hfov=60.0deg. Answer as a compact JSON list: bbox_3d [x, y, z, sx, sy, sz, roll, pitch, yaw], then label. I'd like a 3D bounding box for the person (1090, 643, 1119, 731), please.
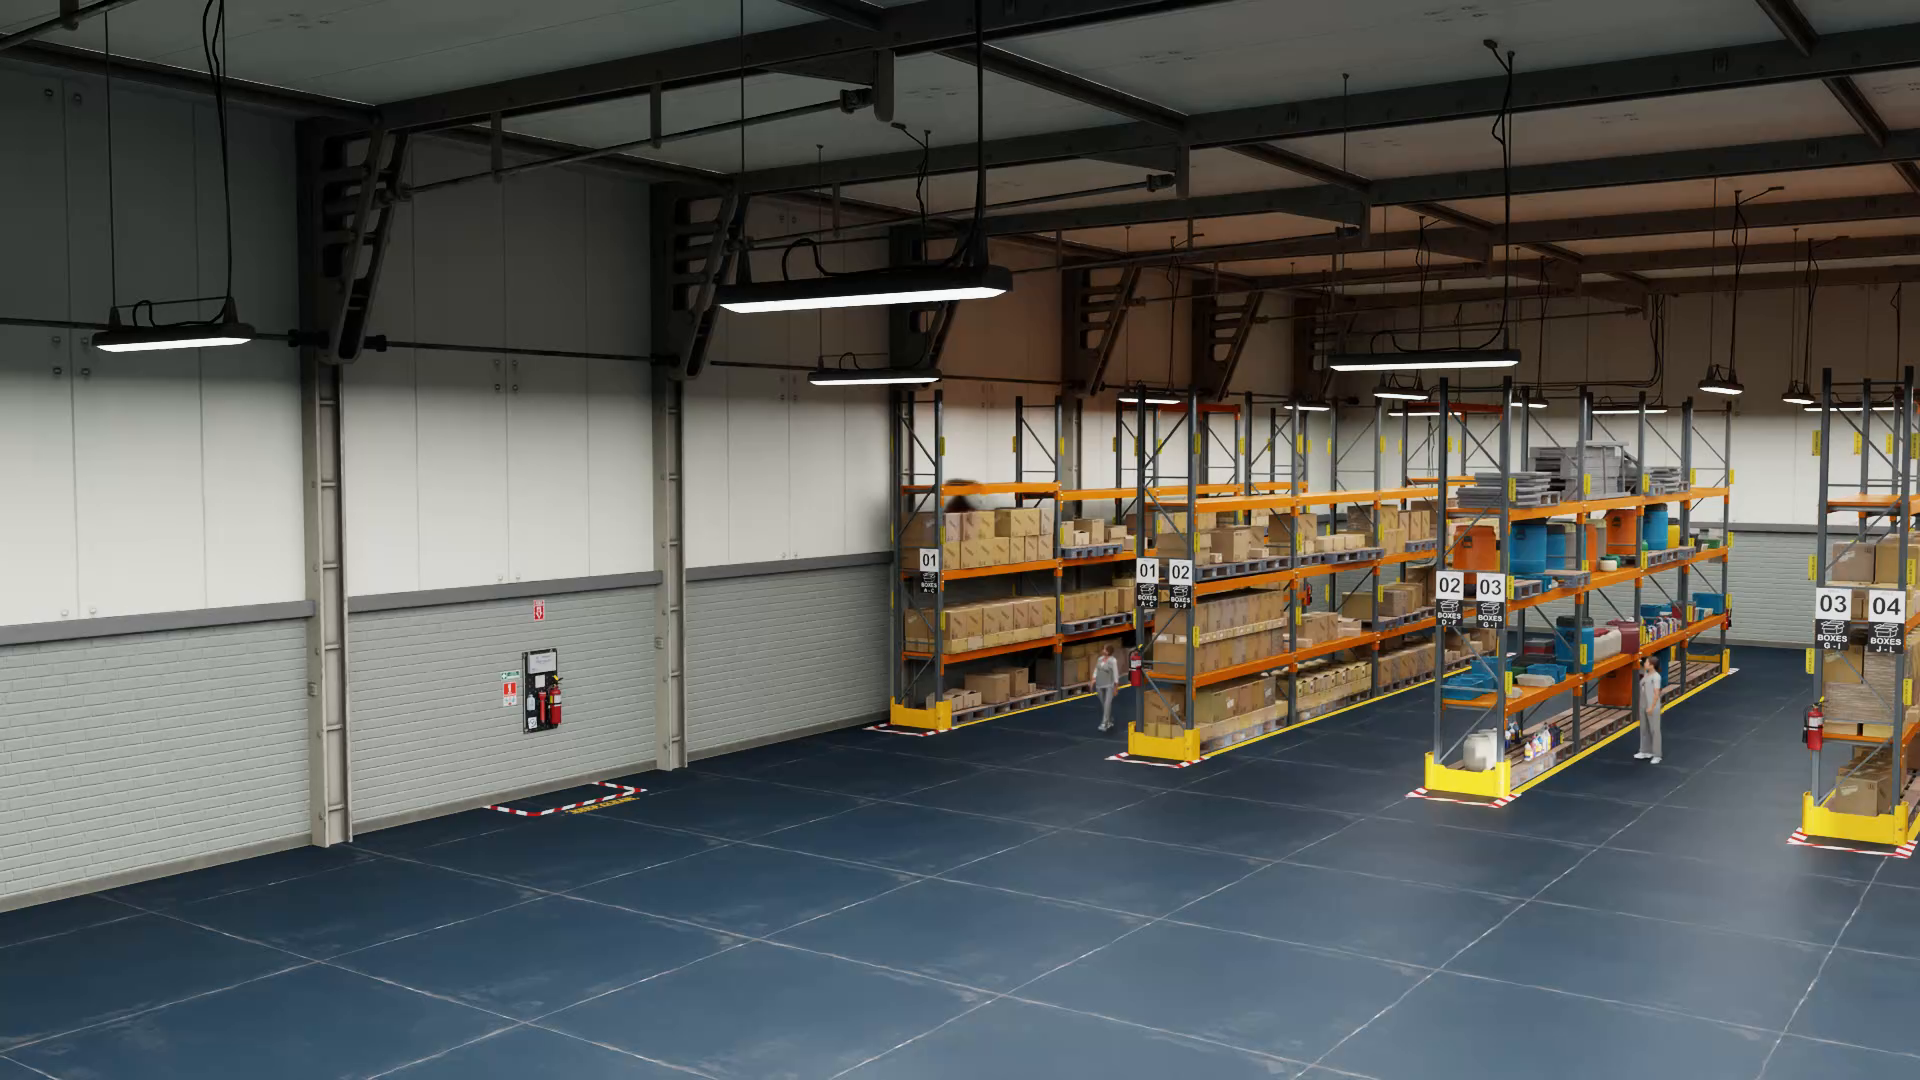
[{"bbox_3d":[2.514,2.619,29.044,0.452,1.440,1.001,2,4,31],"label":"person"}]

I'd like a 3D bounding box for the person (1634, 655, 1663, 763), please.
[{"bbox_3d":[10.996,2.694,26.498,0.363,1.709,0.467,-1,3,-20],"label":"person"}]
